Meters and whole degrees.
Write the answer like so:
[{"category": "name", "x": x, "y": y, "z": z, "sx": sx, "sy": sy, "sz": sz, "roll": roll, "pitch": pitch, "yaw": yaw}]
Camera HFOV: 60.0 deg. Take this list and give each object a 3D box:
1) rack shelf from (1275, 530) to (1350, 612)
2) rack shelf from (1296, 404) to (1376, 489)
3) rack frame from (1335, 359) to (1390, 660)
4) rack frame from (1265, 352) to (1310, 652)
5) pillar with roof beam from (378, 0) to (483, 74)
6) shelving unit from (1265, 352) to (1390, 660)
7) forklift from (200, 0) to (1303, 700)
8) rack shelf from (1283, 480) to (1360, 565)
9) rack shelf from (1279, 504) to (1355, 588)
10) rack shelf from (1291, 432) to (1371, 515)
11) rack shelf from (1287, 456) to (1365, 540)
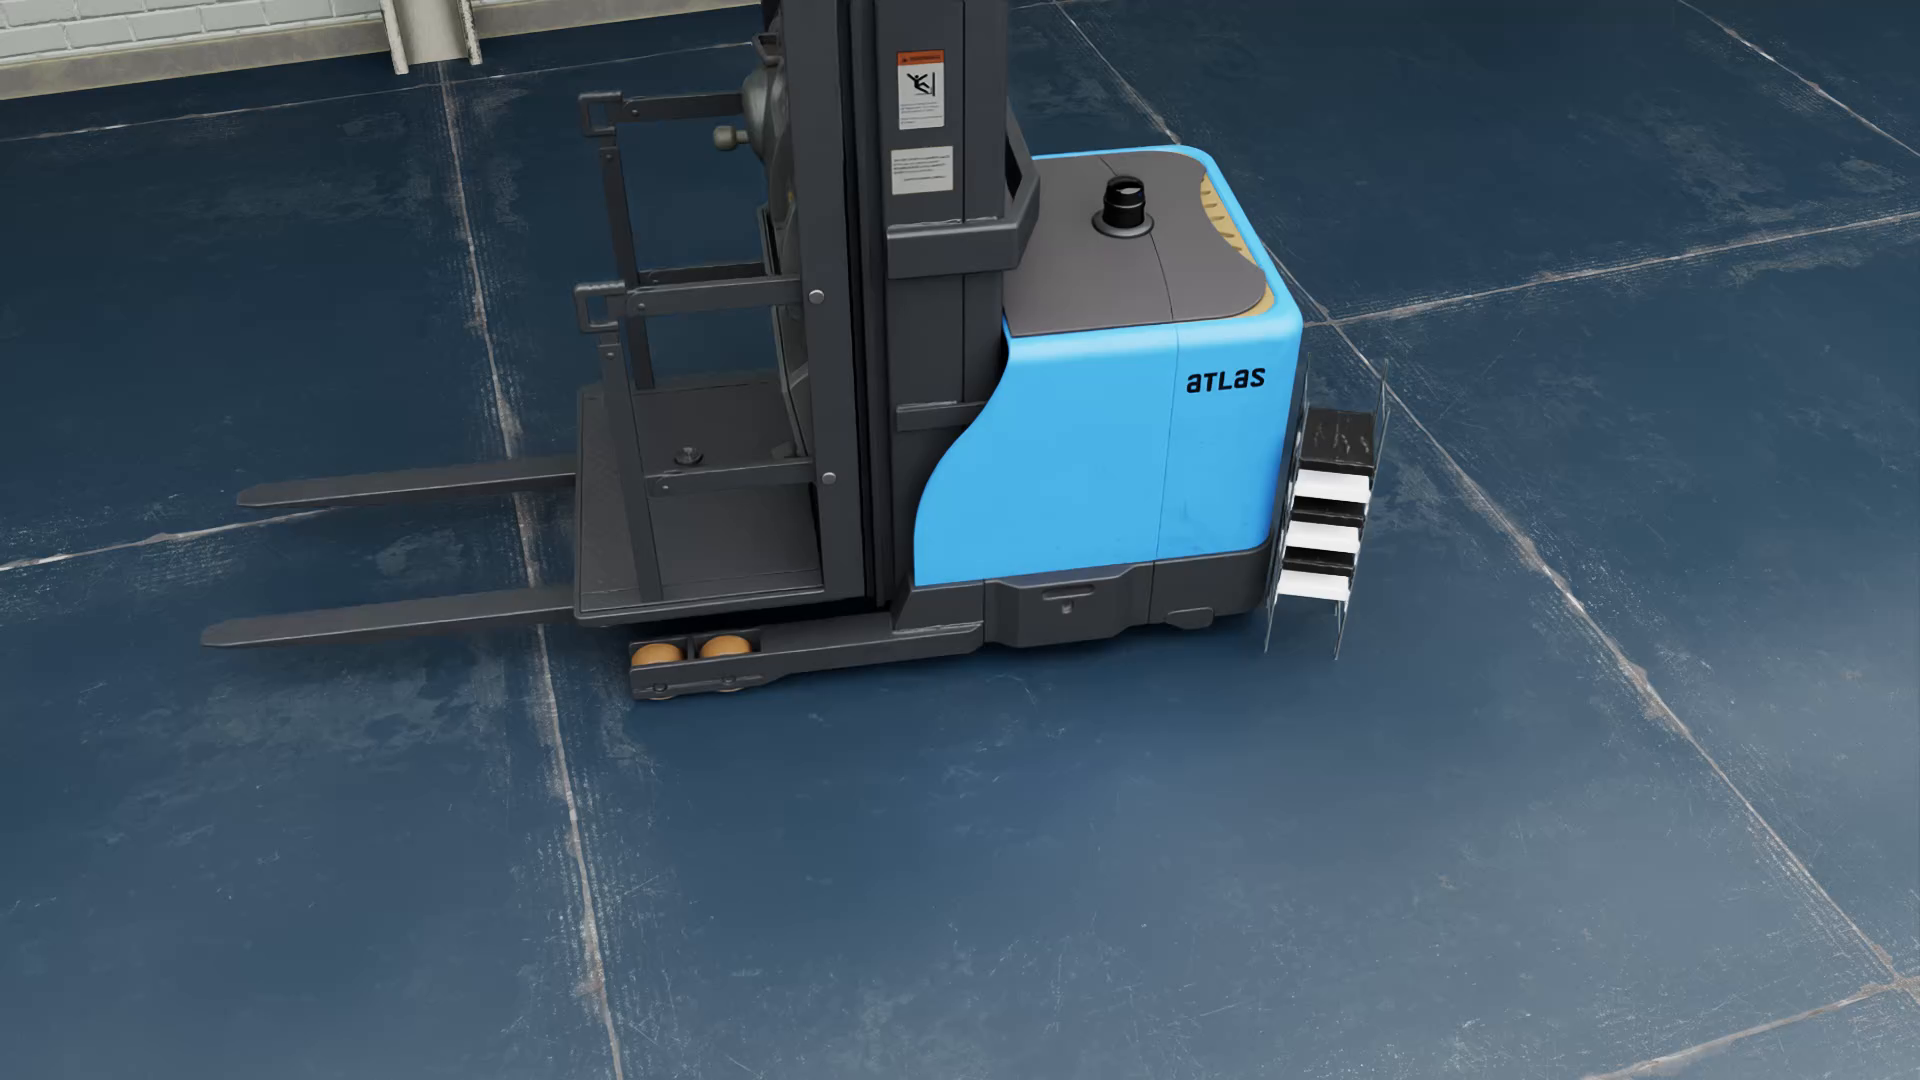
[{"category": "rack shelf", "x": 1.016, "y": 0.083, "z": 4.795, "sx": 0.200, "sy": 0.077, "sz": 0.258, "roll": 6, "pitch": 42, "yaw": 7}, {"category": "rack shelf", "x": 1.017, "y": -0.255, "z": 4.499, "sx": 0.200, "sy": 0.077, "sz": 0.258, "roll": 6, "pitch": 42, "yaw": 7}, {"category": "rack frame", "x": 1.117, "y": -0.066, "z": 4.642, "sx": 0.006, "sy": 0.900, "sz": 0.240, "roll": 6, "pitch": 42, "yaw": 7}, {"category": "rack frame", "x": 0.916, "y": -0.089, "z": 4.667, "sx": 0.006, "sy": 0.900, "sz": 0.240, "roll": 6, "pitch": 42, "yaw": 7}, {"category": "pillar with roof beam", "x": -1.184, "y": -2.985, "z": 1.827, "sx": 0.400, "sy": 9.000, "sz": 9.100, "roll": -12, "pitch": 42, "yaw": -13}, {"category": "shelving unit", "x": 1.017, "y": -0.077, "z": 4.654, "sx": 0.210, "sy": 0.900, "sz": 0.258, "roll": 6, "pitch": 42, "yaw": 7}, {"category": "forklift", "x": -0.655, "y": -1.024, "z": 4.194, "sx": 3.031, "sy": 2.935, "sz": 1.130, "roll": -6, "pitch": 42, "yaw": -7}, {"category": "rack shelf", "x": 1.017, "y": -0.052, "z": 4.676, "sx": 0.200, "sy": 0.077, "sz": 0.258, "roll": 6, "pitch": 42, "yaw": 7}, {"category": "rack shelf", "x": 1.017, "y": 0.016, "z": 4.735, "sx": 0.200, "sy": 0.077, "sz": 0.258, "roll": 6, "pitch": 42, "yaw": 7}, {"category": "rack shelf", "x": 1.017, "y": -0.188, "z": 4.558, "sx": 0.200, "sy": 0.077, "sz": 0.258, "roll": 6, "pitch": 42, "yaw": 7}, {"category": "rack shelf", "x": 1.017, "y": -0.120, "z": 4.617, "sx": 0.200, "sy": 0.077, "sz": 0.258, "roll": 6, "pitch": 42, "yaw": 7}]
